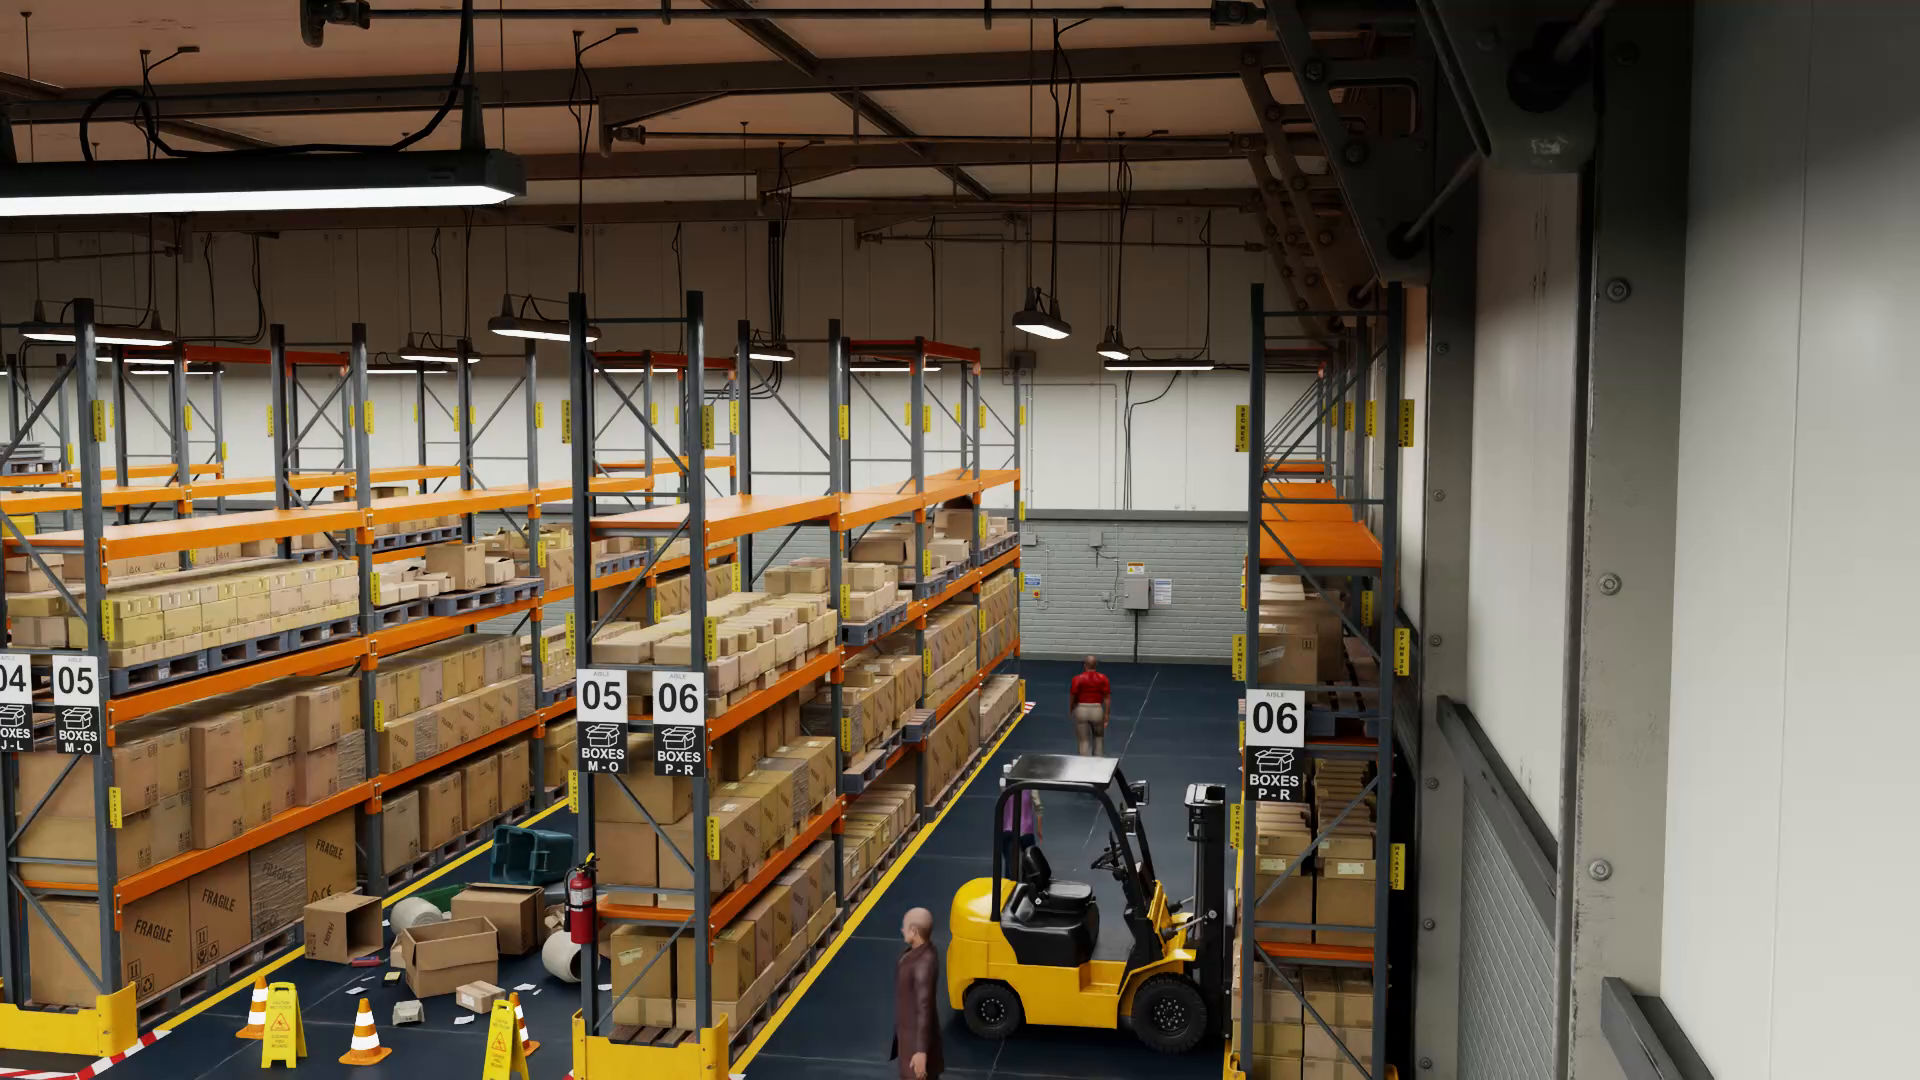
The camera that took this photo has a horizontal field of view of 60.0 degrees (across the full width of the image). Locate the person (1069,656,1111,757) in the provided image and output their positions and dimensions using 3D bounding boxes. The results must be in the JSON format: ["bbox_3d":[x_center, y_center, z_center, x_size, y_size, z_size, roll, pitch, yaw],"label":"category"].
[{"bbox_3d":[1.799,2.459,23.061,0.576,1.758,0.678,0,5,1],"label":"person"}]

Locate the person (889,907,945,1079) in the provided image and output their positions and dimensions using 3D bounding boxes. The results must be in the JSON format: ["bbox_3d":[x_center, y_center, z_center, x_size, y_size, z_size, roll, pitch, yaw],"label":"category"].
[{"bbox_3d":[-0.269,3.382,11.224,0.399,1.824,0.678,-1,5,-7],"label":"person"}]

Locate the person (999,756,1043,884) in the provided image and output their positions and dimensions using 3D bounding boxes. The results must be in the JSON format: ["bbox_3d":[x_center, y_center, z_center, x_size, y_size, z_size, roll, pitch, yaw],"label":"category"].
[{"bbox_3d":[0.623,3.124,17.197,0.511,1.361,0.893,1,5,10],"label":"person"}]
